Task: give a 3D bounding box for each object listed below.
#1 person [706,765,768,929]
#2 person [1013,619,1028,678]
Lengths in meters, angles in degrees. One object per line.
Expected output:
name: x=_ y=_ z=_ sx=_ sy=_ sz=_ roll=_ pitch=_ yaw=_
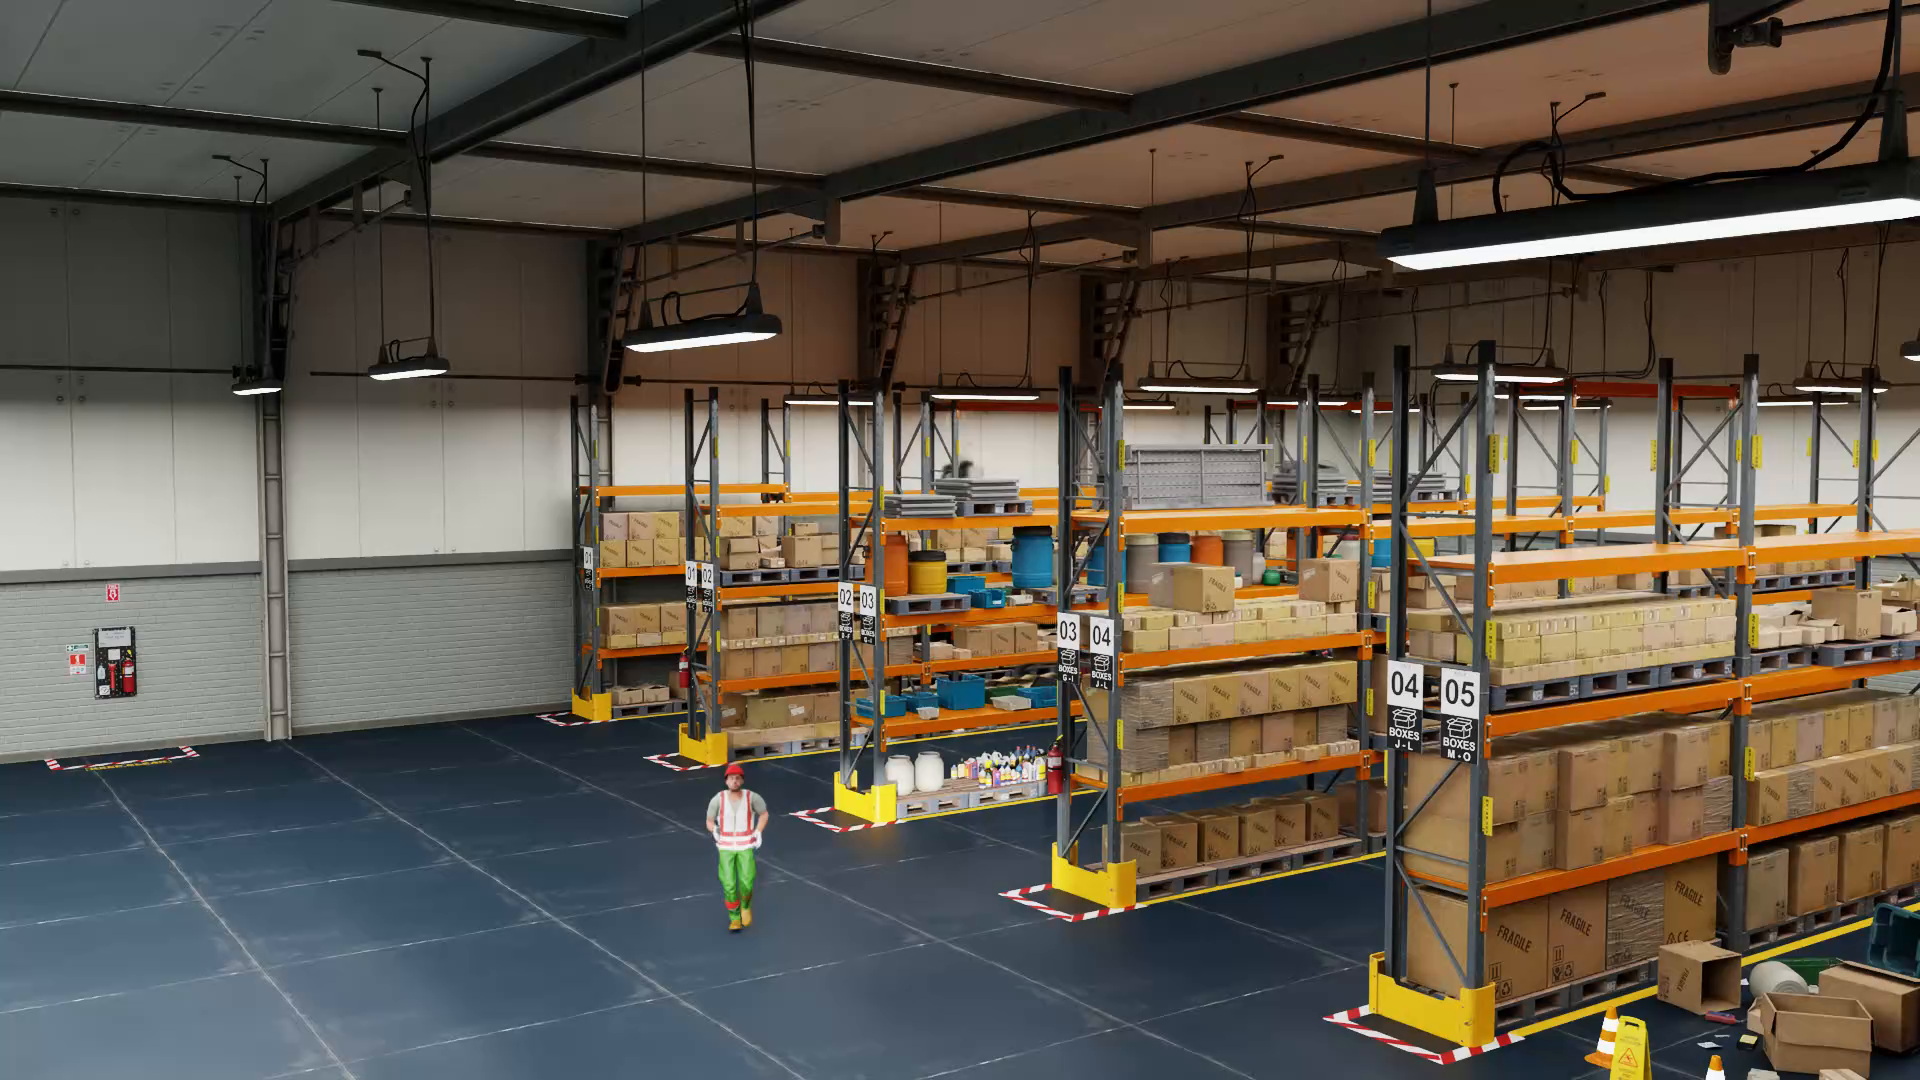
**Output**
person: x=-2.336 y=3.231 z=17.383 sx=0.643 sy=1.741 sz=0.581 roll=0 pitch=3 yaw=-4
person: x=1.175 y=2.363 z=32.384 sx=0.851 sy=1.660 sz=0.578 roll=-3 pitch=4 yaw=-39
